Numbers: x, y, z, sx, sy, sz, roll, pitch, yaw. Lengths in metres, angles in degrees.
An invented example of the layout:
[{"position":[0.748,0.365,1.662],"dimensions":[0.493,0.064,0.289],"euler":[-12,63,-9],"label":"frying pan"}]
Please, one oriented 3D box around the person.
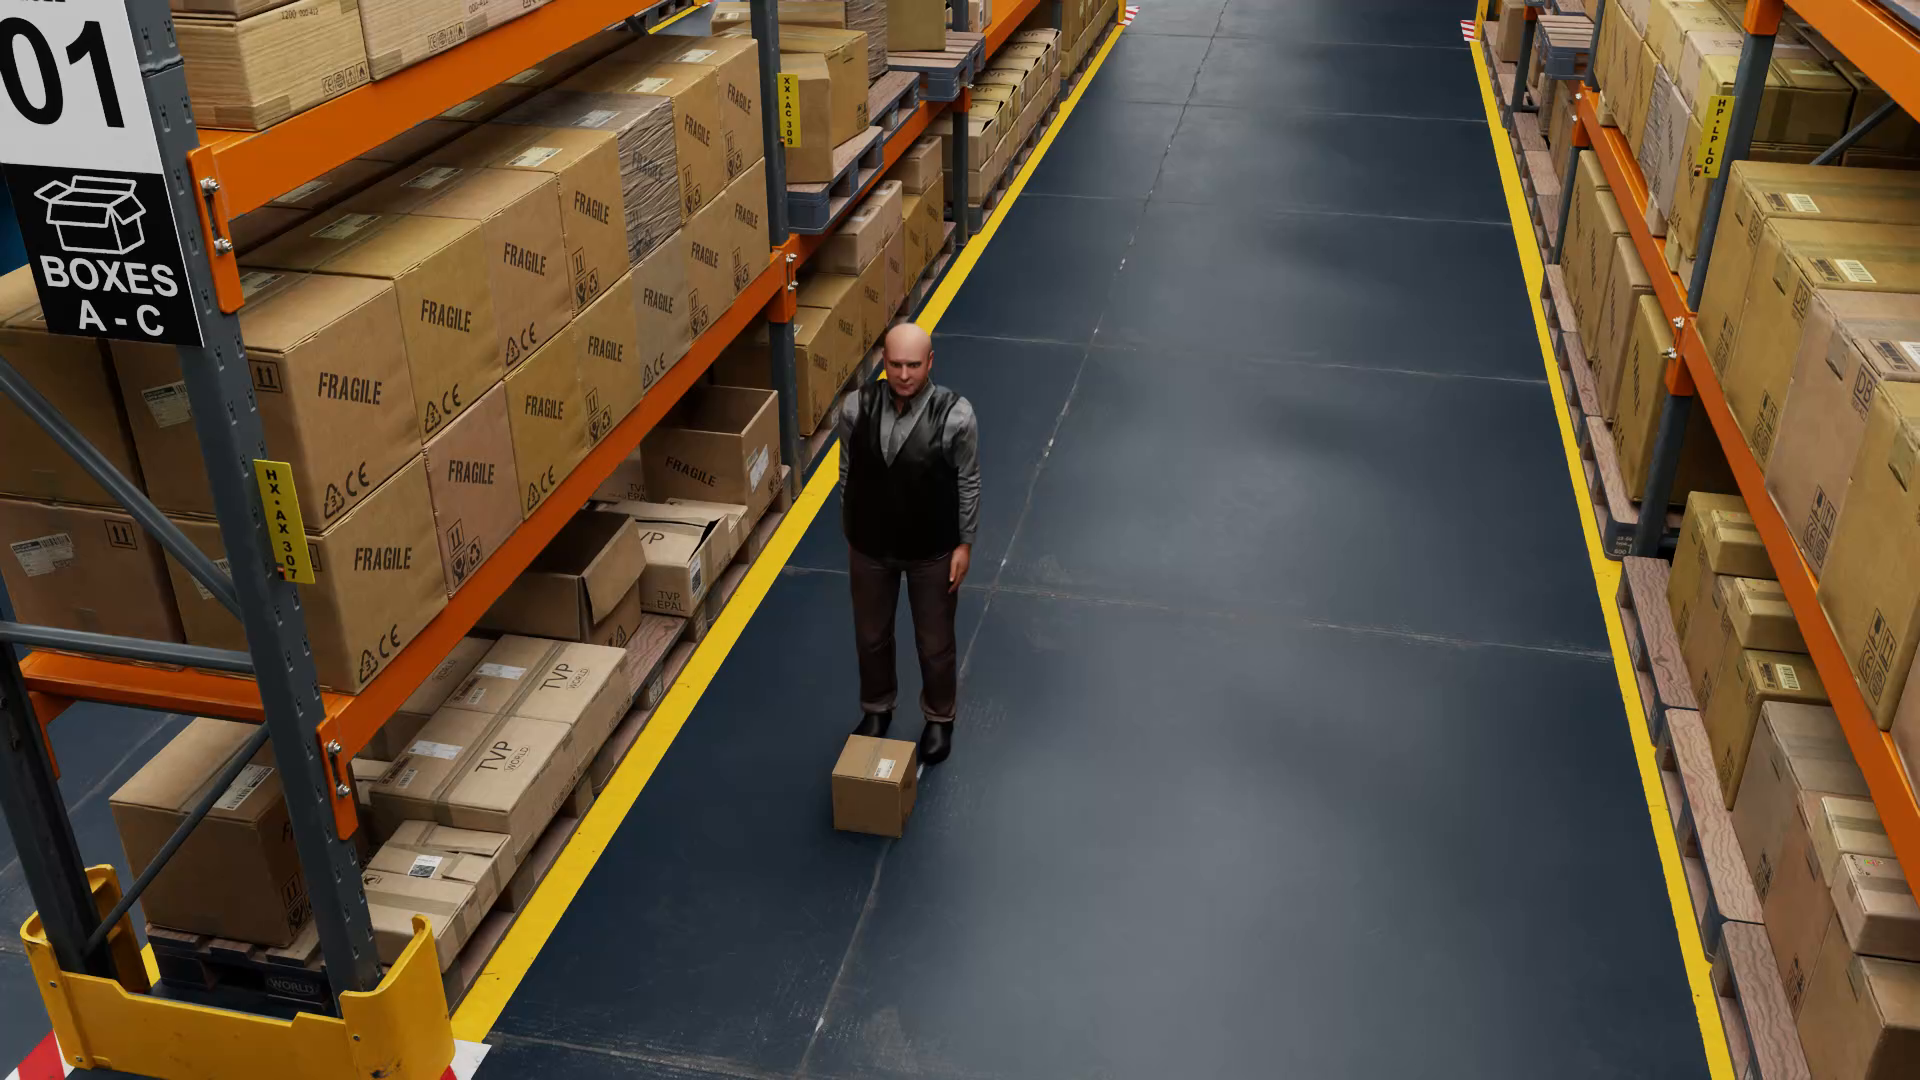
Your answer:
[{"position":[-0.189,0.025,6.113],"dimensions":[0.532,1.719,0.360],"euler":[6,29,12],"label":"person"}]
